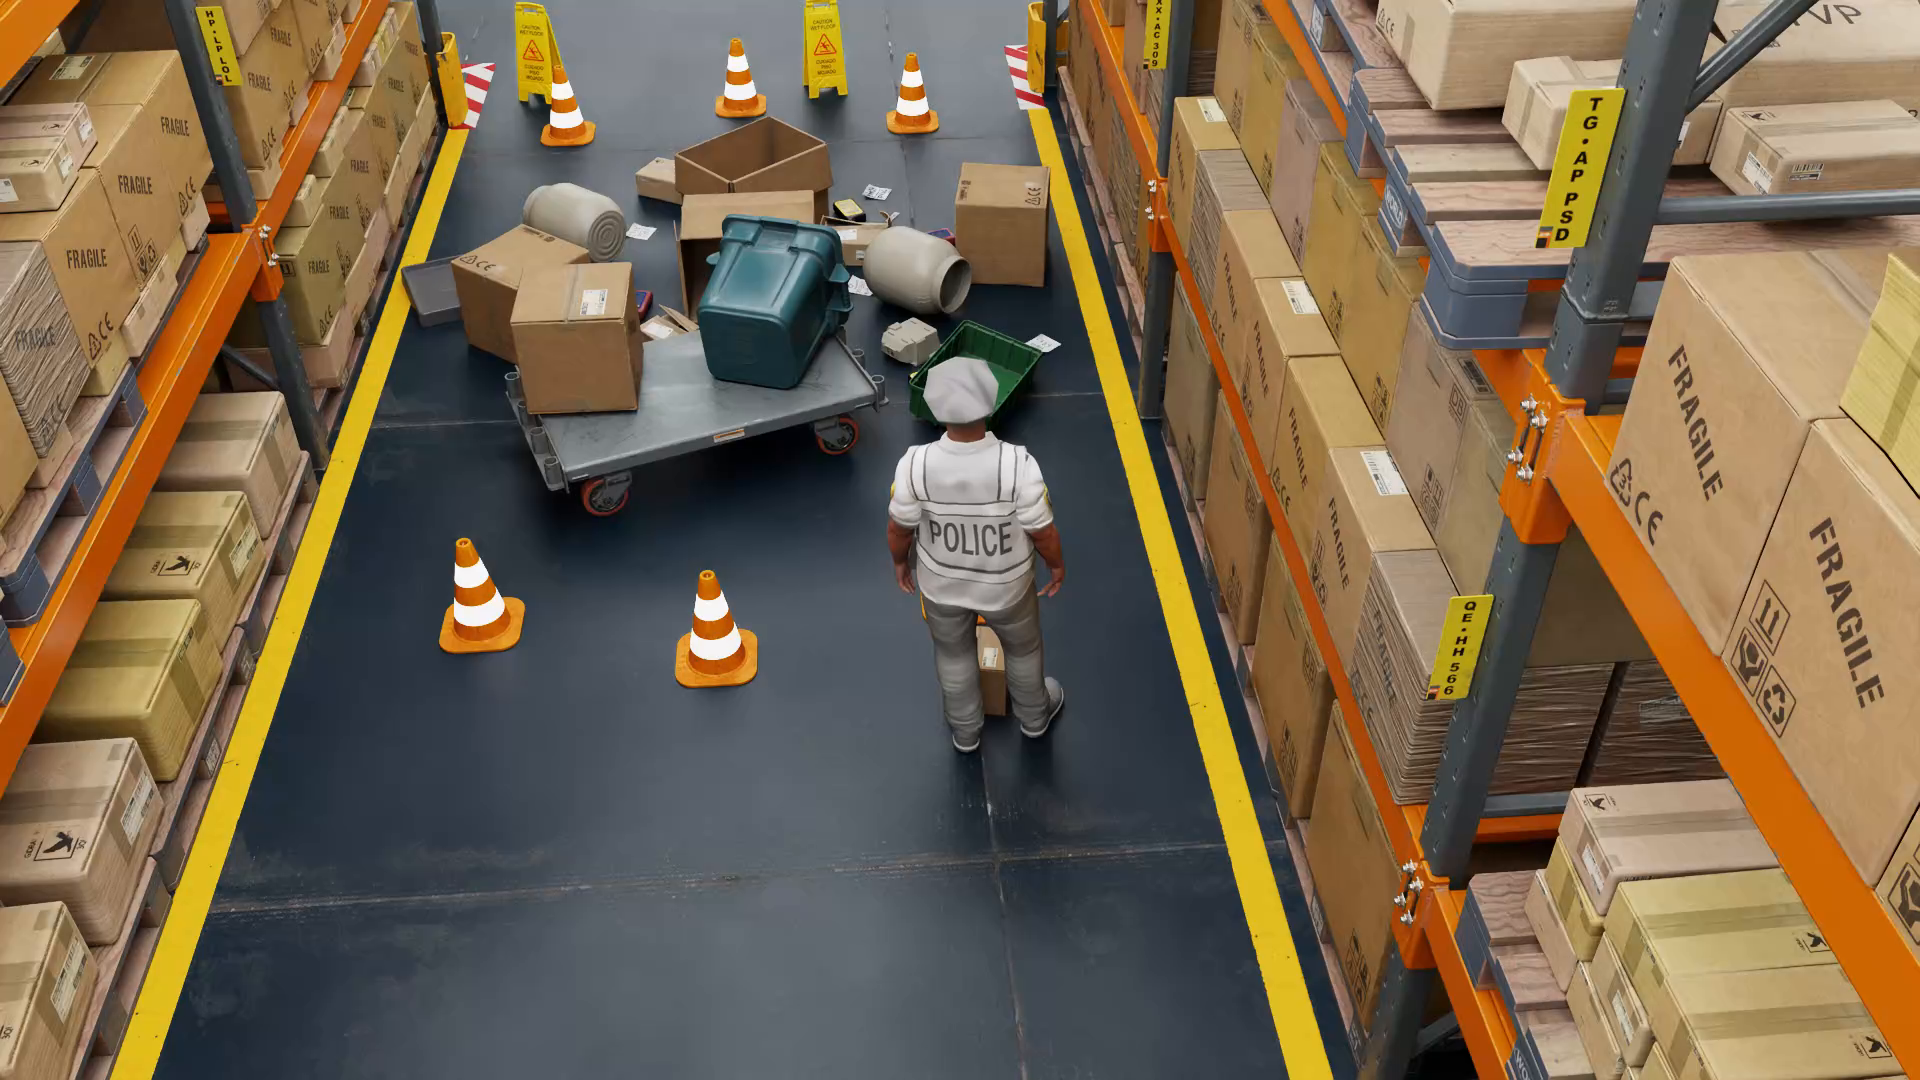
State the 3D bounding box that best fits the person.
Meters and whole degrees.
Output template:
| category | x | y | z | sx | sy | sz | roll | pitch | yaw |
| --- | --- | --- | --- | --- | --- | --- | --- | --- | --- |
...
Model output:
| category | x | y | z | sx | sy | sz | roll | pitch | yaw |
| --- | --- | --- | --- | --- | --- | --- | --- | --- | --- |
| person | 0.075 | 0.056 | 6.041 | 0.640 | 1.780 | 0.575 | 5 | 39 | 6 |
